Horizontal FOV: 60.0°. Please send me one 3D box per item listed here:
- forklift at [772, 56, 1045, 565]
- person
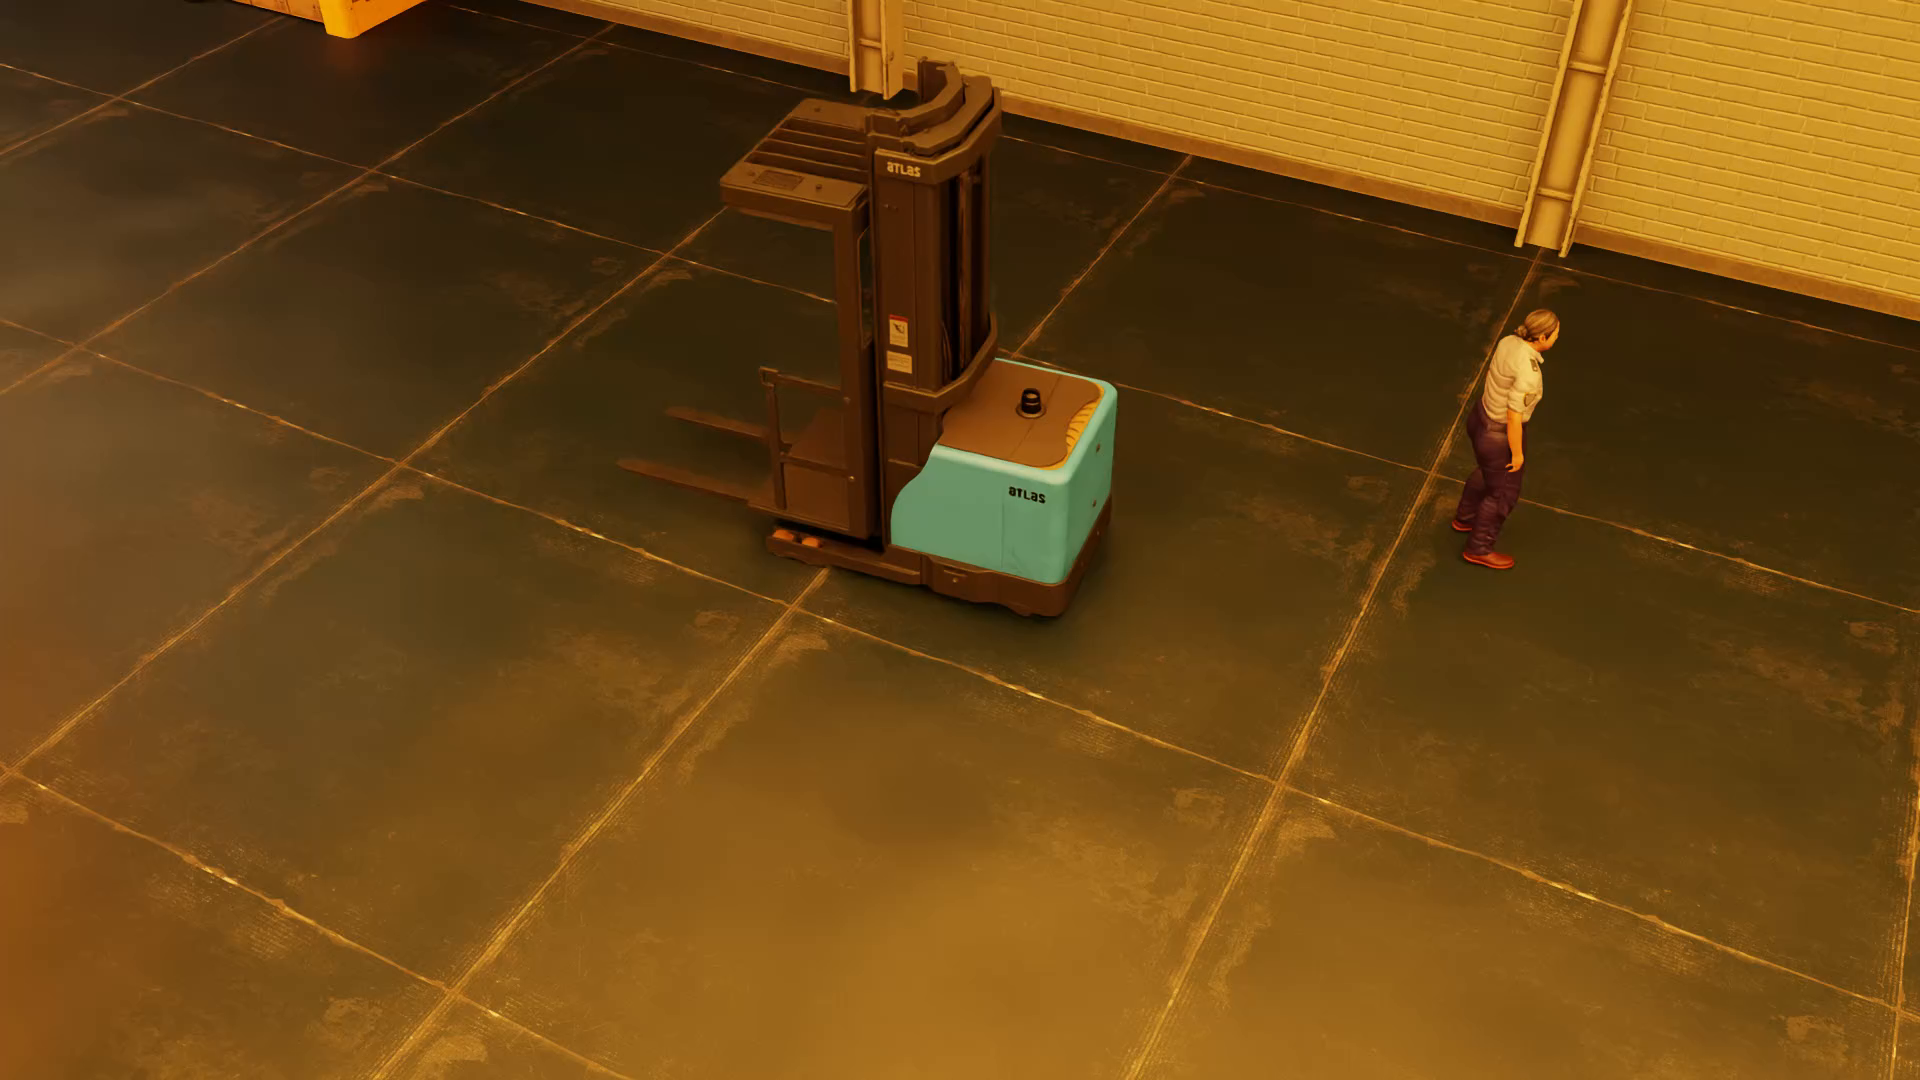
[{"bbox_3d":[-0.638,-1.275,9.500,3.031,2.935,1.121,14,42,16],"label":"forklift"},{"bbox_3d":[3.175,-0.620,9.719,0.372,1.651,0.543,0,40,0],"label":"person"}]
